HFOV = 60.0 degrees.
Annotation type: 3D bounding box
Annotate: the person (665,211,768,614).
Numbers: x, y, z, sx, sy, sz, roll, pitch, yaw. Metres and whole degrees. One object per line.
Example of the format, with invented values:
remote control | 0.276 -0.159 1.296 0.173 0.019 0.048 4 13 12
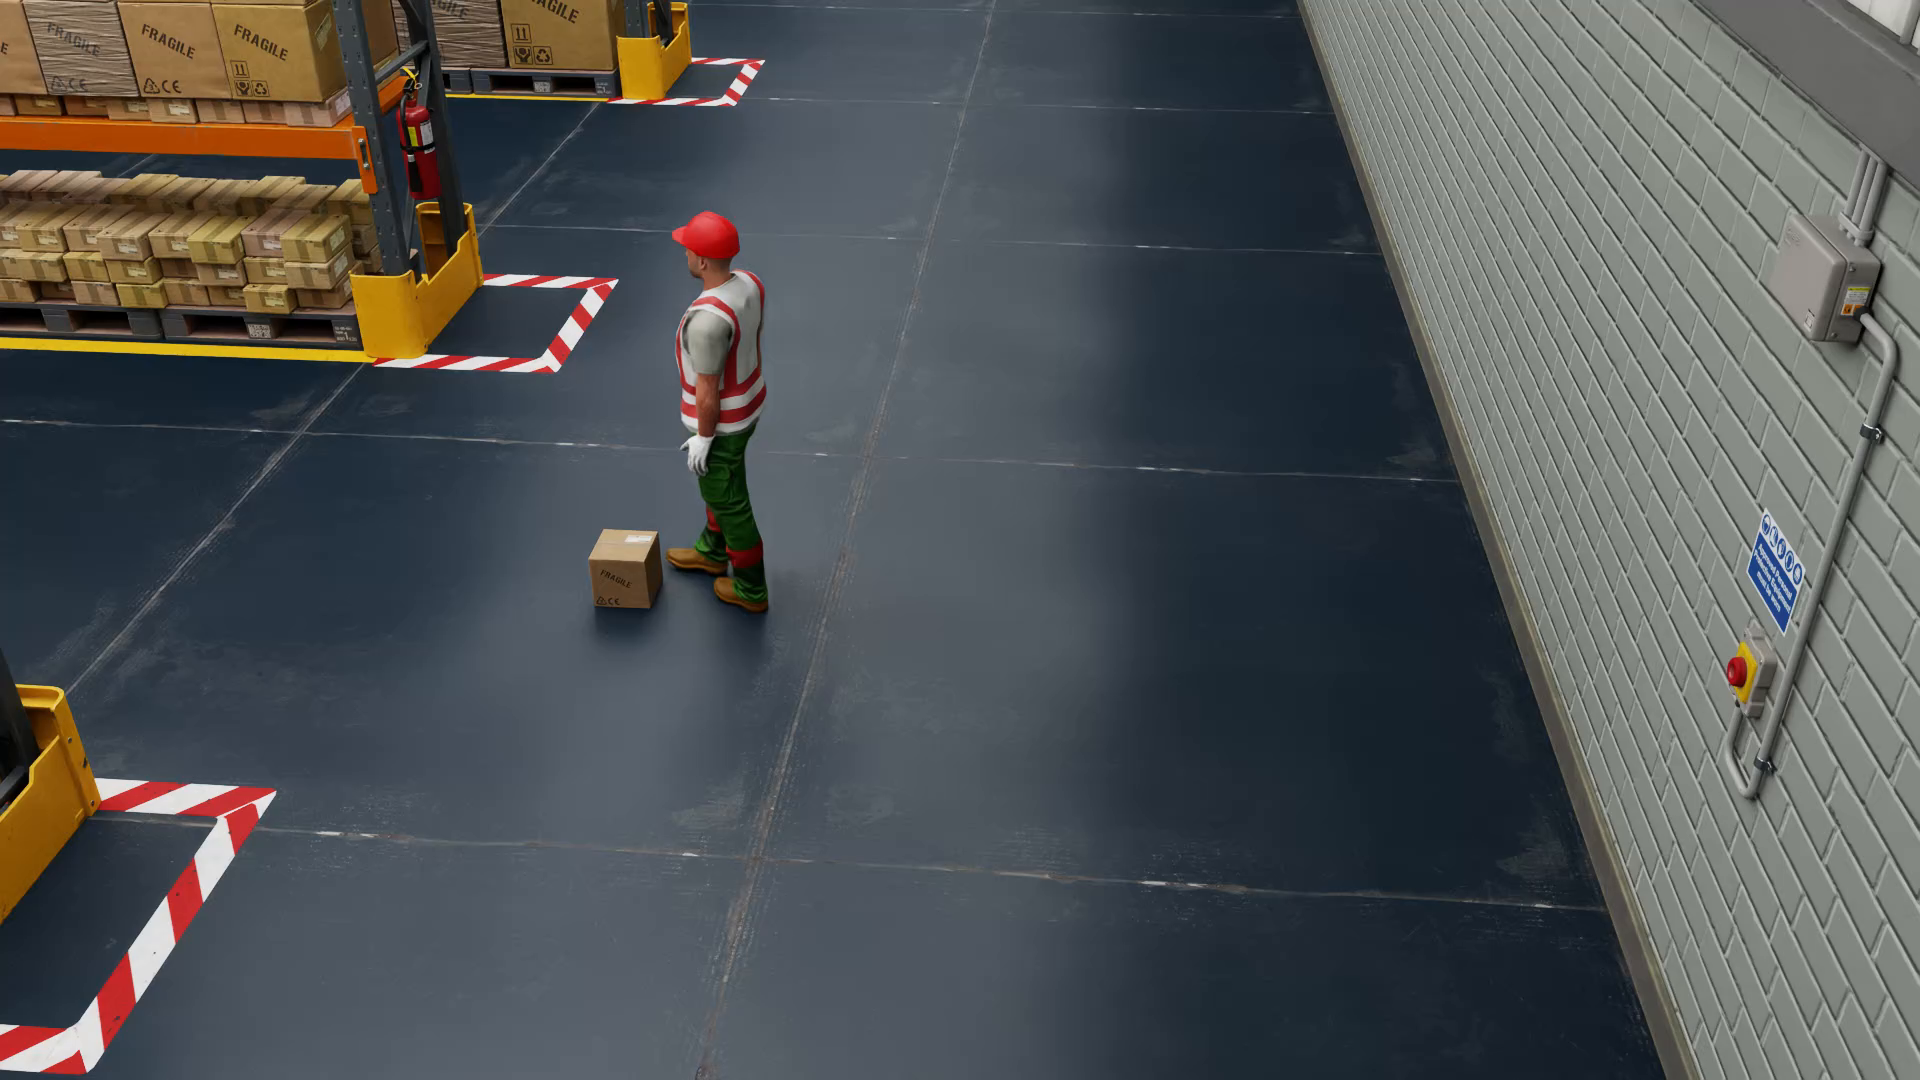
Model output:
person | -1.105 -0.533 6.968 0.593 1.788 0.546 8 33 13
